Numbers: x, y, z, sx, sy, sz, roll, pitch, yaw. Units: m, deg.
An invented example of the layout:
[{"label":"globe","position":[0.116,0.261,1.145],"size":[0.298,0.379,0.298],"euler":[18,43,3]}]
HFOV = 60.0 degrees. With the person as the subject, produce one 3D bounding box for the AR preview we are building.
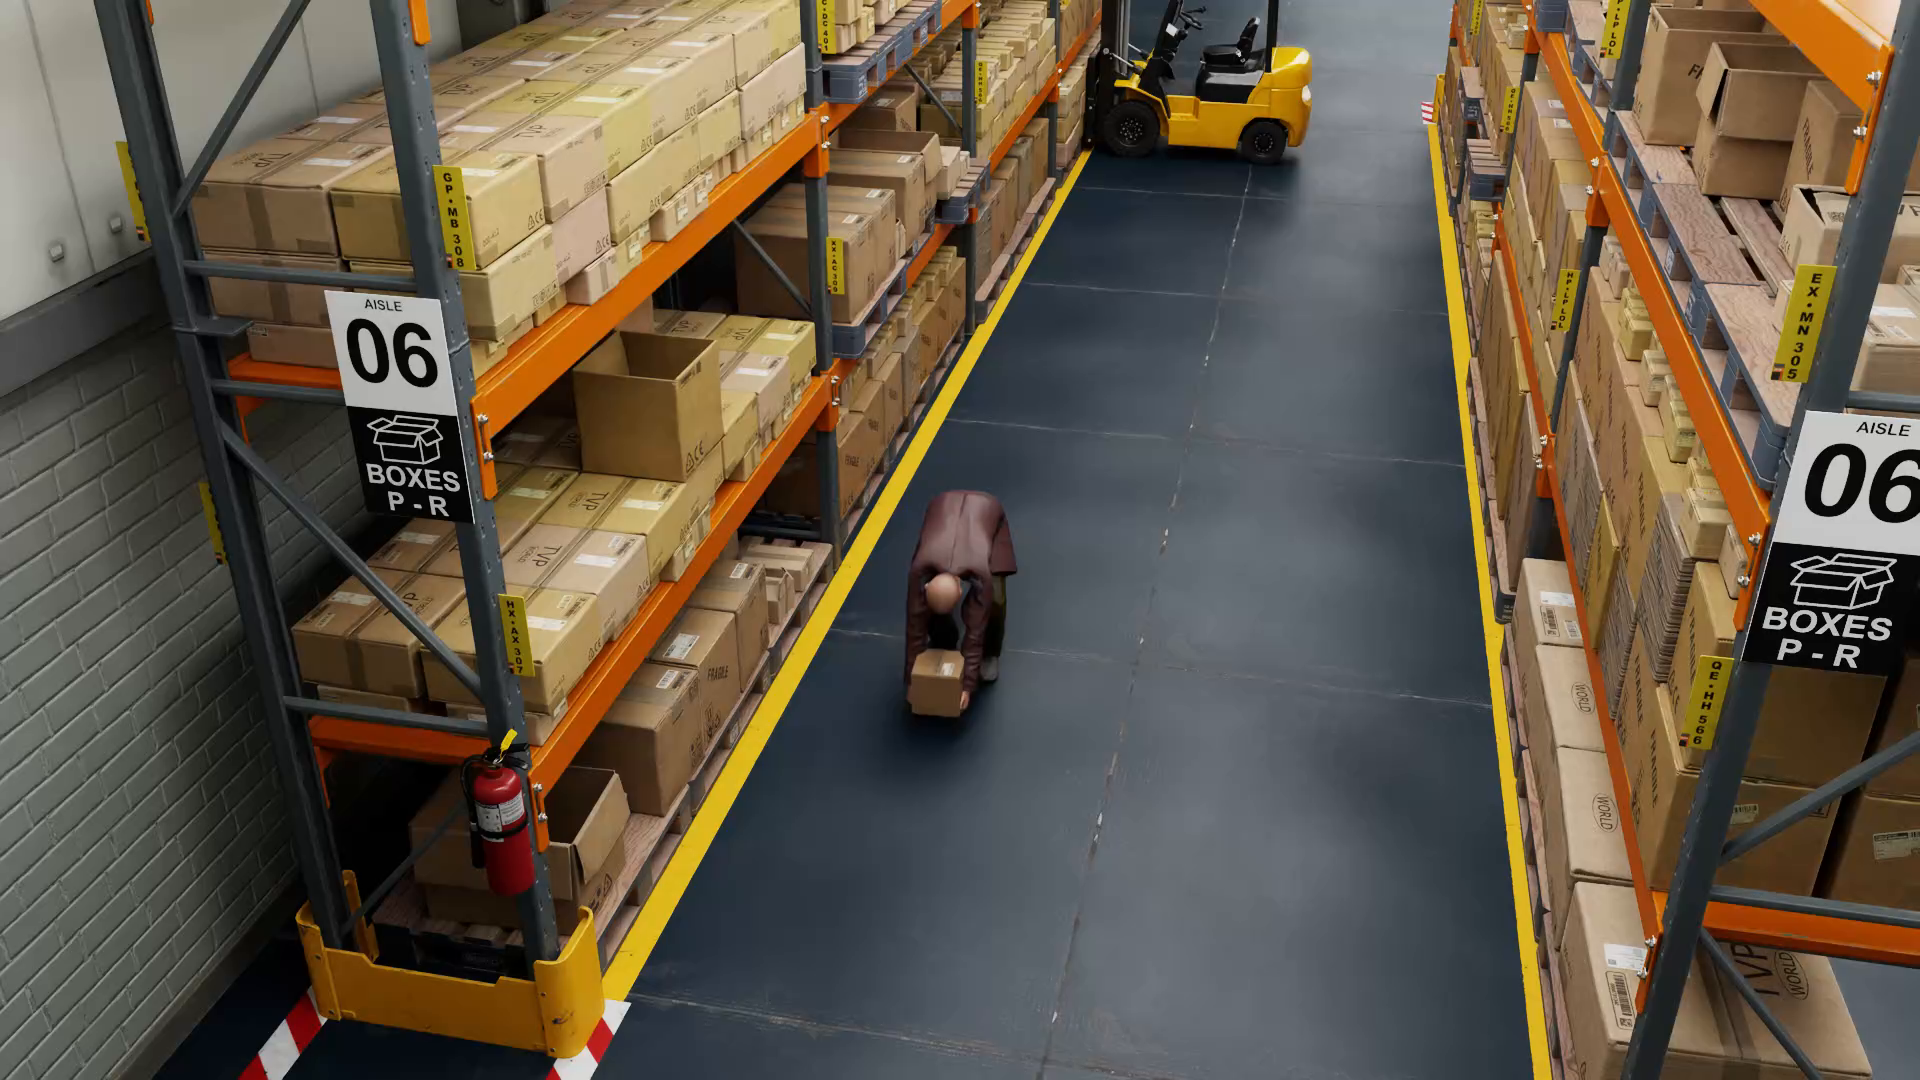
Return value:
[{"label":"person","position":[-0.012,0.324,8.806],"size":[0.585,1.047,0.978],"euler":[5,29,9]}]
